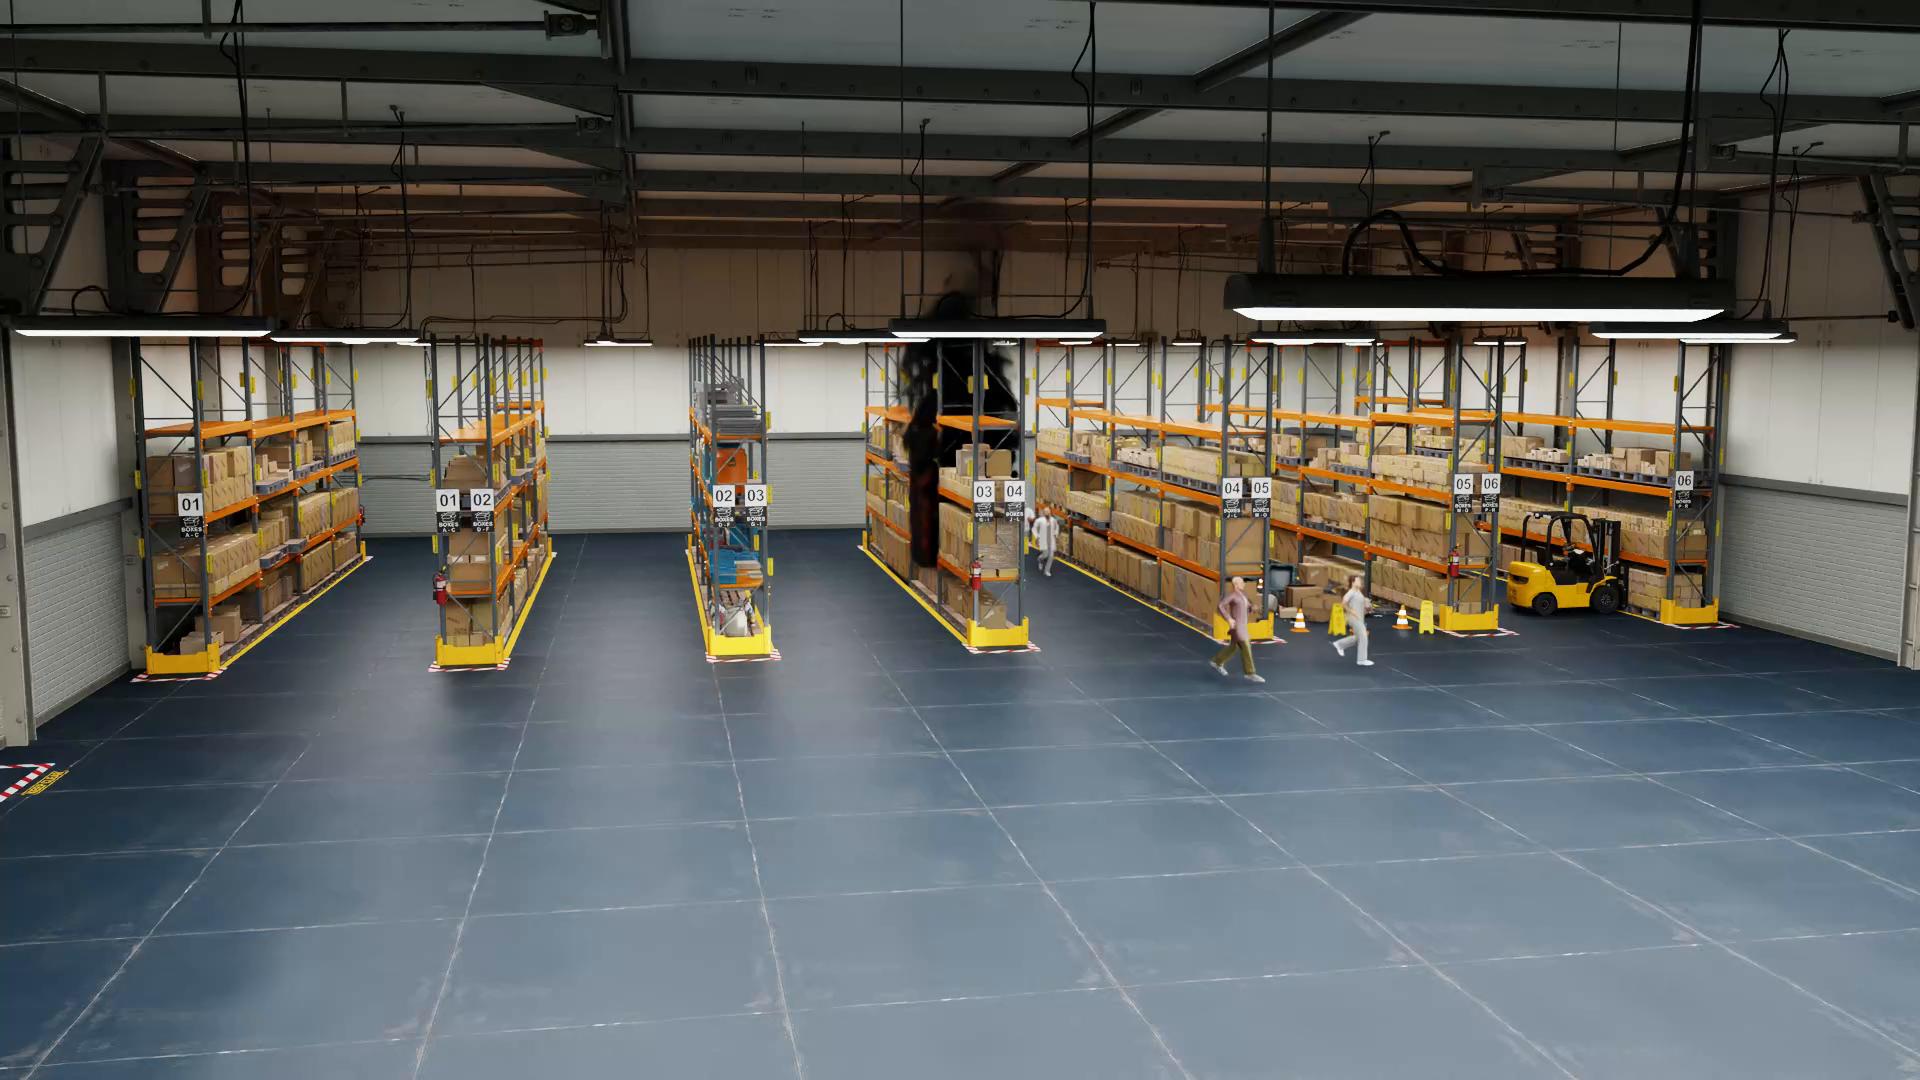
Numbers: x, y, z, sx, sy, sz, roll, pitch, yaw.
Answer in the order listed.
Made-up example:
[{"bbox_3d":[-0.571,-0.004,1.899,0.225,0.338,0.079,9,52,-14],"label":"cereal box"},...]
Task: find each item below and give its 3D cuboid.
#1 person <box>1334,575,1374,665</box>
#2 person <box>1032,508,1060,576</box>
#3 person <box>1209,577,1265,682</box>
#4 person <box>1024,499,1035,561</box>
[{"bbox_3d":[7.171,1.444,30.294,0.802,1.635,0.575,5,8,35],"label":"person"},{"bbox_3d":[2.199,0.046,42.123,0.710,1.733,0.638,-2,7,-14],"label":"person"},{"bbox_3d":[4.802,1.522,28.750,1.043,1.784,0.697,3,7,26],"label":"person"},{"bbox_3d":[1.662,-0.227,44.350,0.670,1.828,0.757,-2,7,-13],"label":"person"}]
